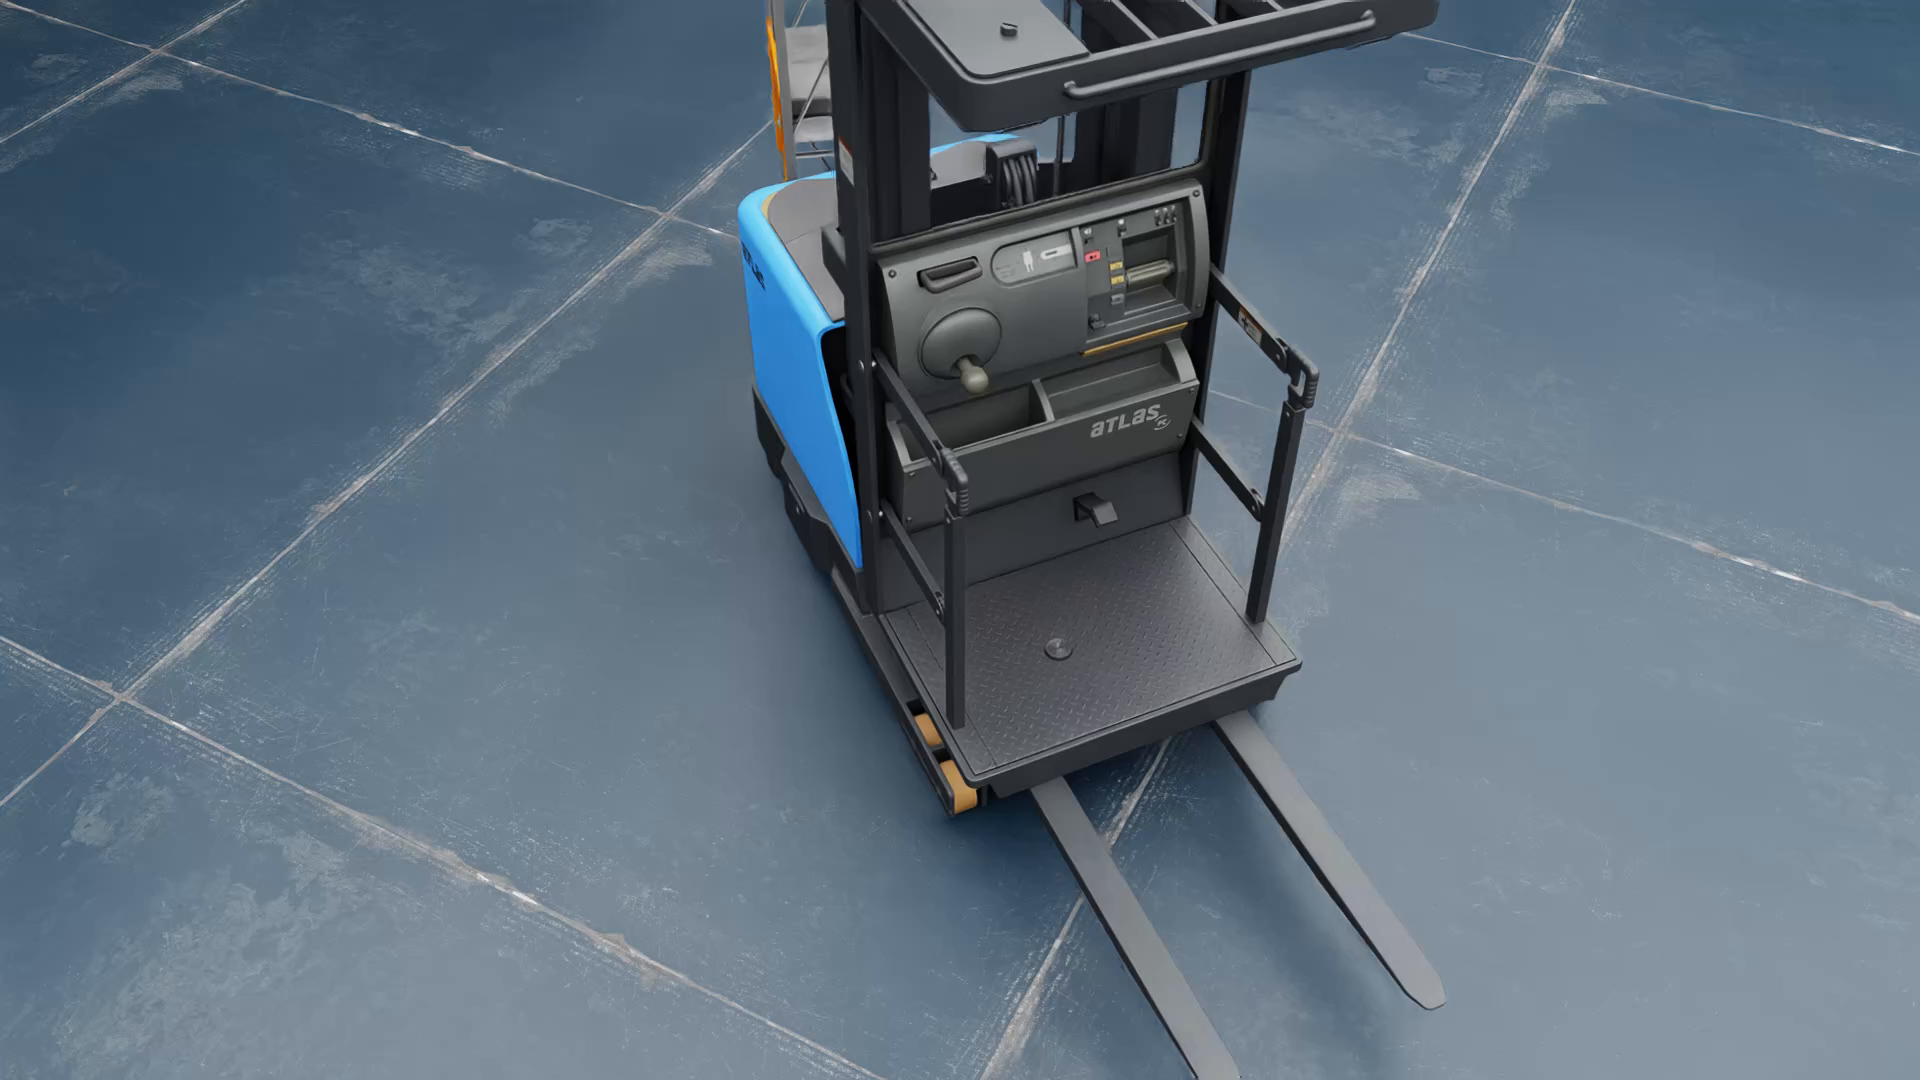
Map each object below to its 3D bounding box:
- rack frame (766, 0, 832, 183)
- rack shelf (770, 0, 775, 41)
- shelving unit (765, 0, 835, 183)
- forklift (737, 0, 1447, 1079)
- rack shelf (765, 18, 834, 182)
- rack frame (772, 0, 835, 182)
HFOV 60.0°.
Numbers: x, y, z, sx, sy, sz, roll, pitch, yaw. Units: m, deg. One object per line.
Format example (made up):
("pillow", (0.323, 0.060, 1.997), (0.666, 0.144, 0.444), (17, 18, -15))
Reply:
("rack frame", (-0.462, -1.640, 5.884), (0.400, 2.100, 0.015), (-7, 47, -7))
("rack shelf", (-0.421, -1.942, 5.222), (0.431, 0.518, 0.480), (-7, 47, -7))
("shelving unit", (-0.422, -1.466, 5.717), (0.431, 2.100, 0.503), (-7, 47, -7))
("forklift", (0.329, -0.574, 4.257), (1.130, 2.935, 3.031), (-18, 48, -17))
("rack shelf", (-0.422, -1.457, 5.727), (0.431, 0.518, 0.480), (-7, 47, -7))
("rack frame", (-0.383, -1.293, 5.551), (0.400, 2.100, 0.015), (-7, 47, -7))
